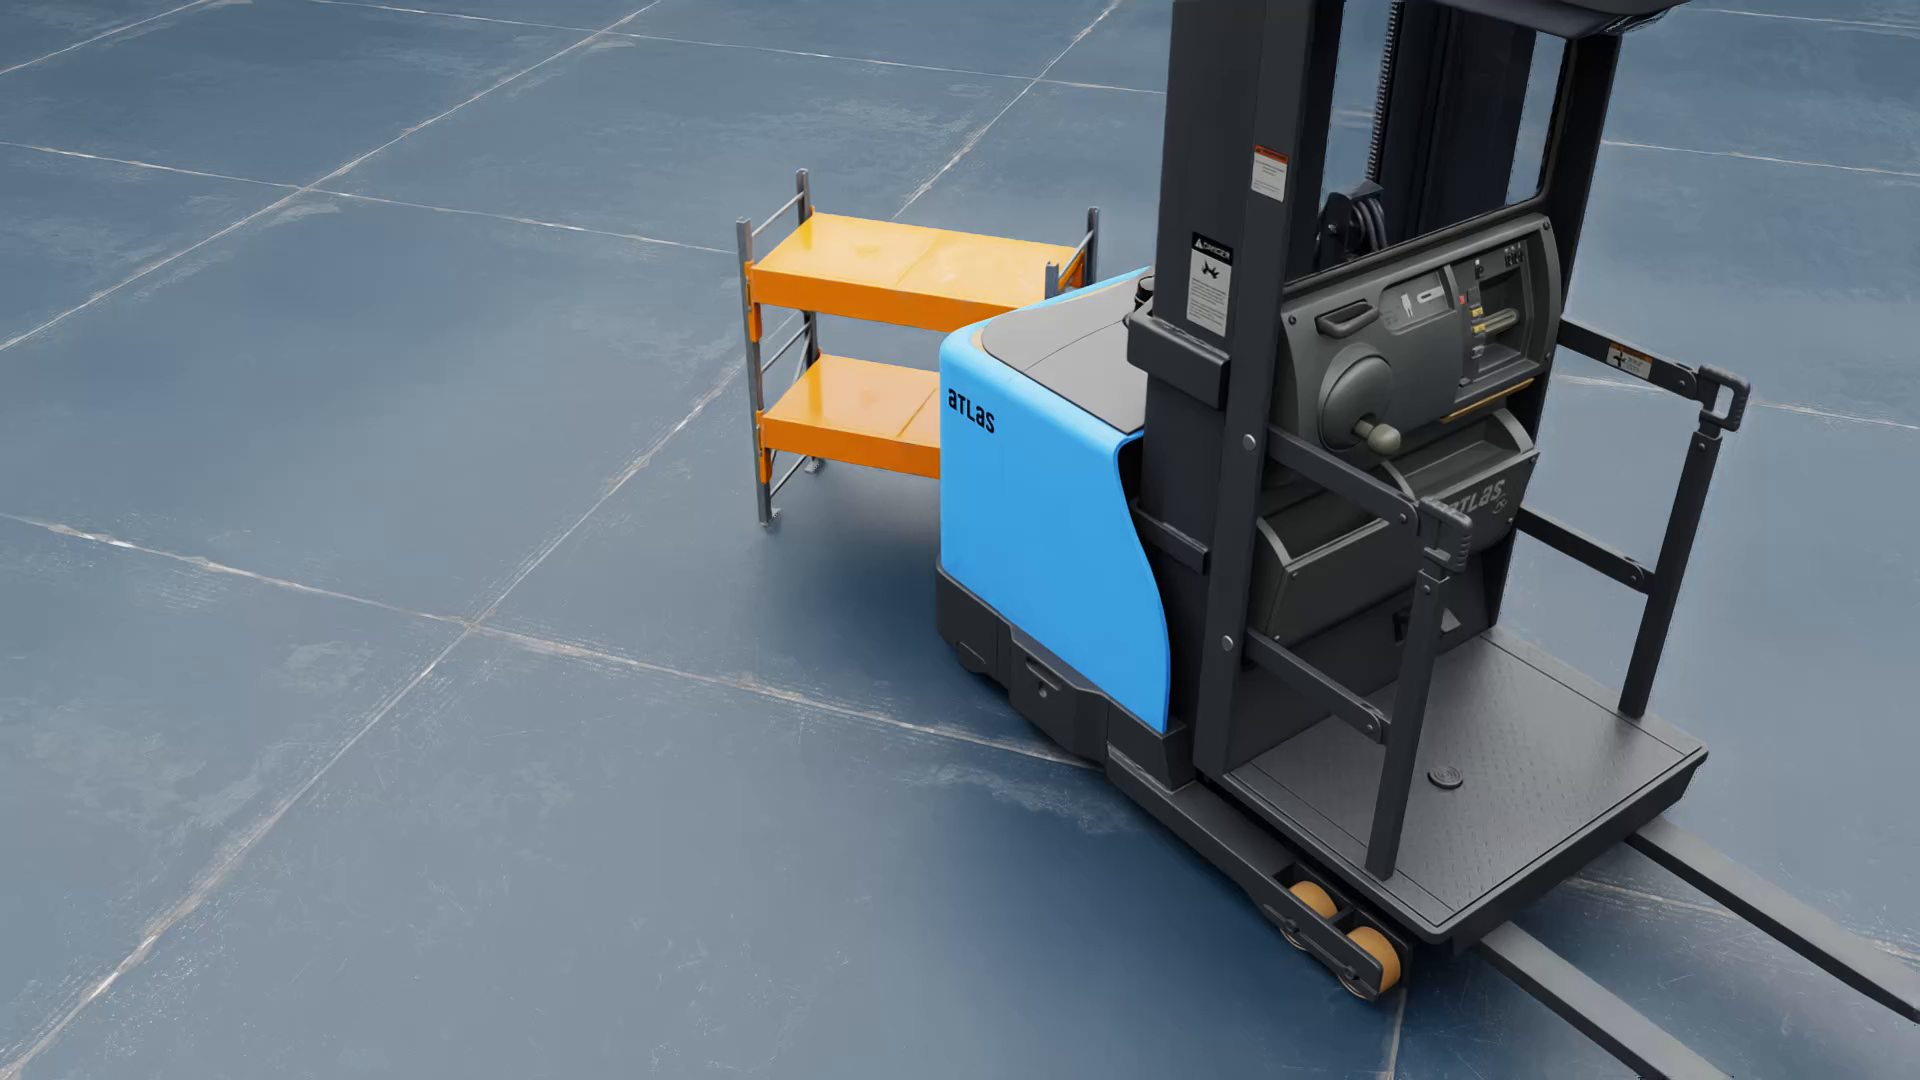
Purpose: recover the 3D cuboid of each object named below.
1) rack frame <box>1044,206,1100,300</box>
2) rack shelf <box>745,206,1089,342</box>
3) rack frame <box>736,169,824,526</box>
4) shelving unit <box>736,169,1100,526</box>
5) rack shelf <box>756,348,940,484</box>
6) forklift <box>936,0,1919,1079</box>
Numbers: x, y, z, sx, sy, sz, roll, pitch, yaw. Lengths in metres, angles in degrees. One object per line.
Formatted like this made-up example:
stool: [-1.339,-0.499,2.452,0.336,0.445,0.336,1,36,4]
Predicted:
rack frame: [0.351,-0.468,5.438,0.032,1.125,0.500,11,34,16]
rack shelf: [-0.128,-0.806,5.422,1.000,0.278,0.538,11,34,16]
rack frame: [-0.608,-0.652,5.723,0.032,1.125,0.500,11,34,16]
shelving unit: [-0.128,-0.560,5.581,1.048,1.125,0.538,11,34,16]
rack shelf: [-0.128,-0.355,5.713,1.000,0.278,0.538,11,34,16]
forklift: [1.212,-0.428,3.710,1.130,2.935,3.031,-22,39,-30]
